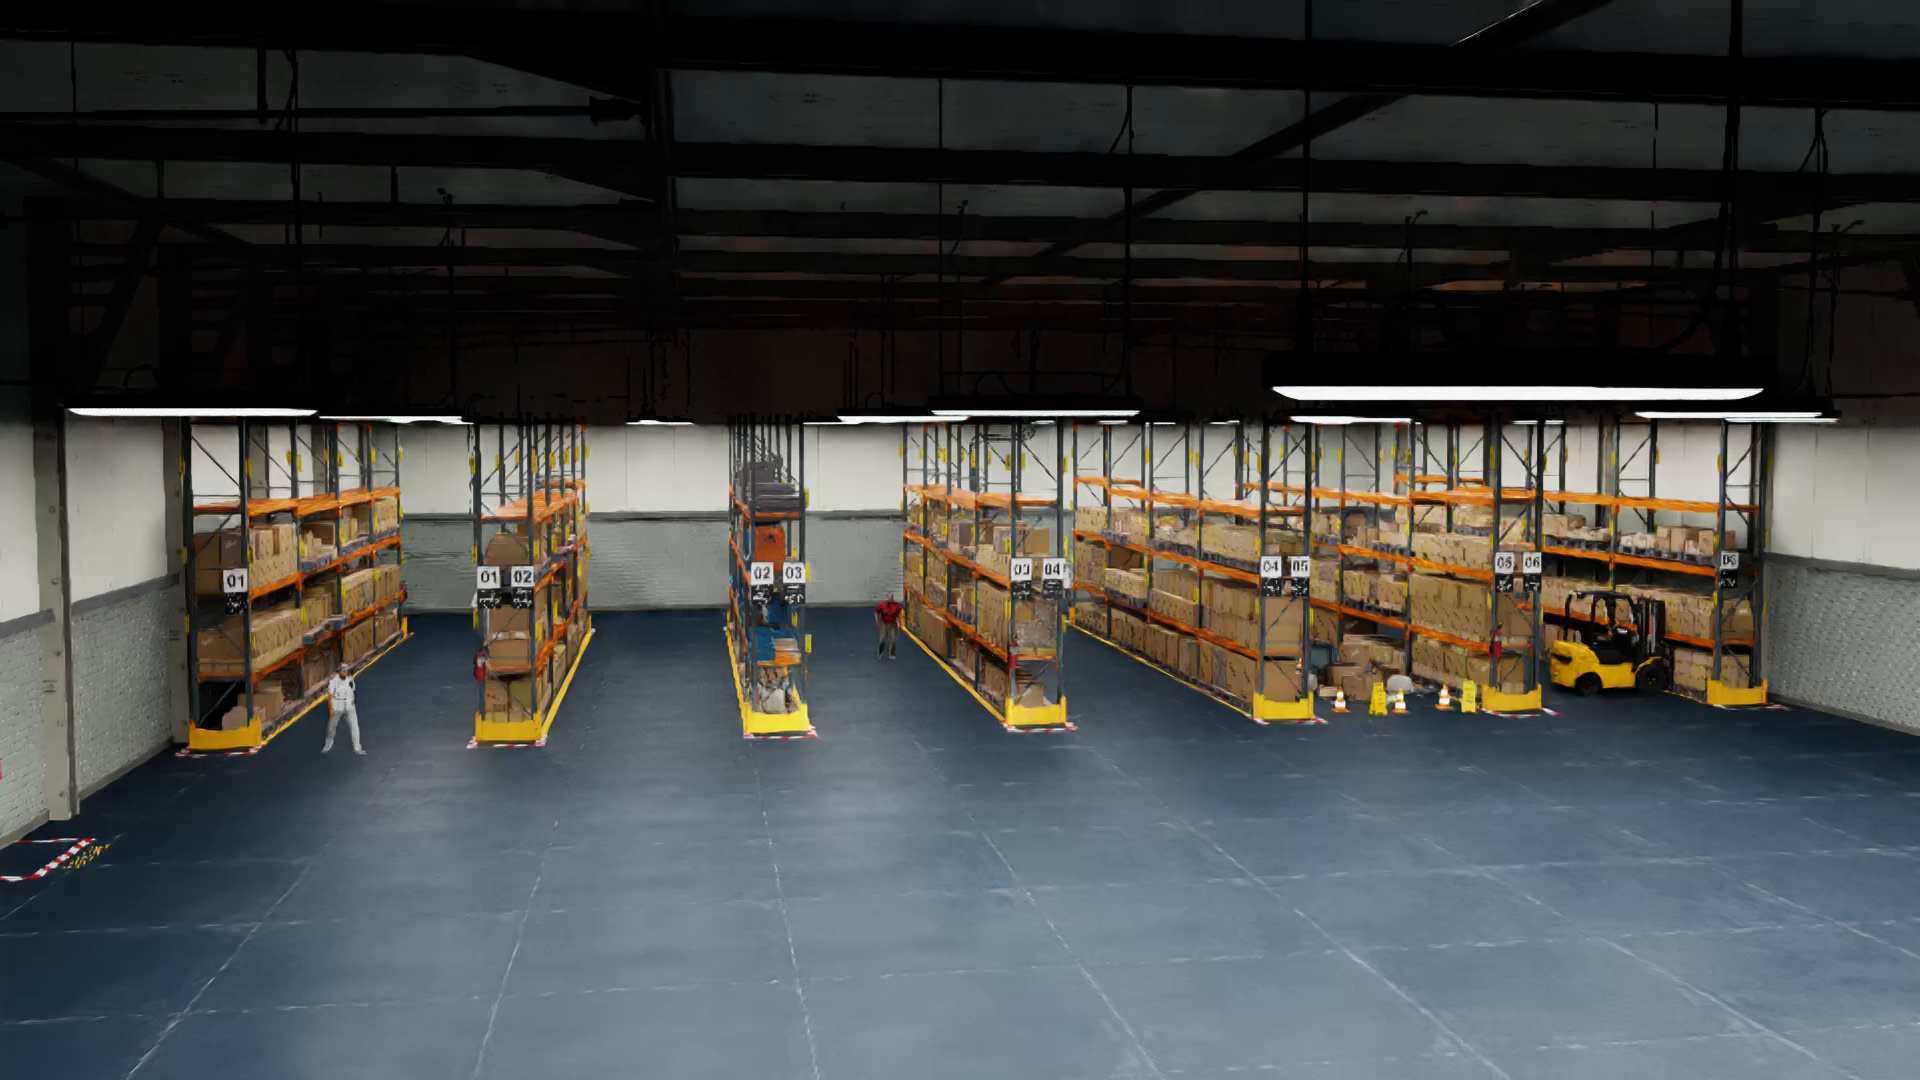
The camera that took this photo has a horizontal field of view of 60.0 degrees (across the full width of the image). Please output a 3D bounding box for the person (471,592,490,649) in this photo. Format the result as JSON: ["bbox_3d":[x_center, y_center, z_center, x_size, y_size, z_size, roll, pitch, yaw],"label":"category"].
[{"bbox_3d":[-12.287,1.931,43.144,0.736,1.717,0.904,0,4,-4],"label":"person"}]

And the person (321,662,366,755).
[{"bbox_3d":[-10.777,2.935,28.969,0.588,1.626,0.897,-3,5,-36],"label":"person"}]

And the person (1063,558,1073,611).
[{"bbox_3d":[3.197,1.401,51.048,0.576,1.724,0.961,1,4,13],"label":"person"}]

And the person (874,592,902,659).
[{"bbox_3d":[-1.766,2.109,40.921,0.682,1.676,0.535,-1,4,-11],"label":"person"}]
